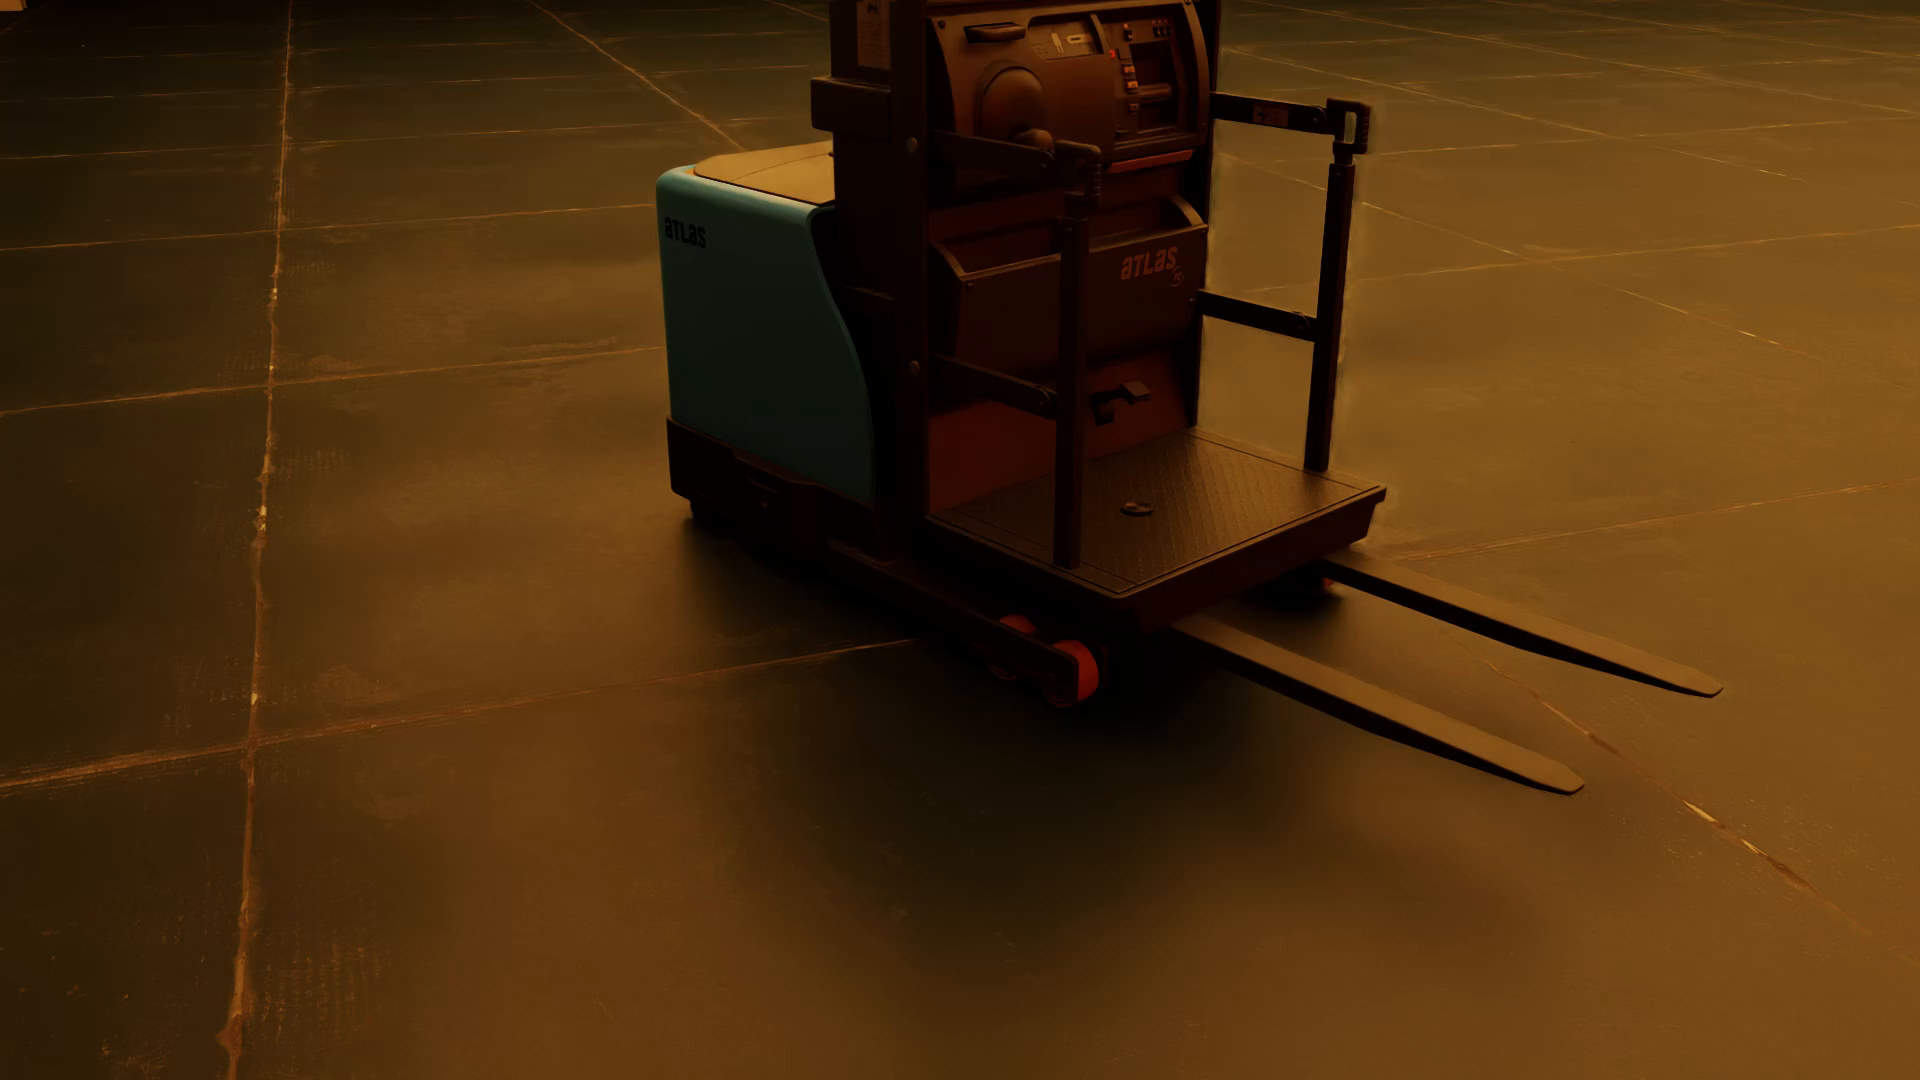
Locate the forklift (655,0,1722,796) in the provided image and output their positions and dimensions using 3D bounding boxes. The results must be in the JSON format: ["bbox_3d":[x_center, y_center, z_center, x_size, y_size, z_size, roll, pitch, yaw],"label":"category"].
[{"bbox_3d":[0.443,-1.162,4.062,1.130,2.935,3.031,-19,30,-38],"label":"forklift"}]
